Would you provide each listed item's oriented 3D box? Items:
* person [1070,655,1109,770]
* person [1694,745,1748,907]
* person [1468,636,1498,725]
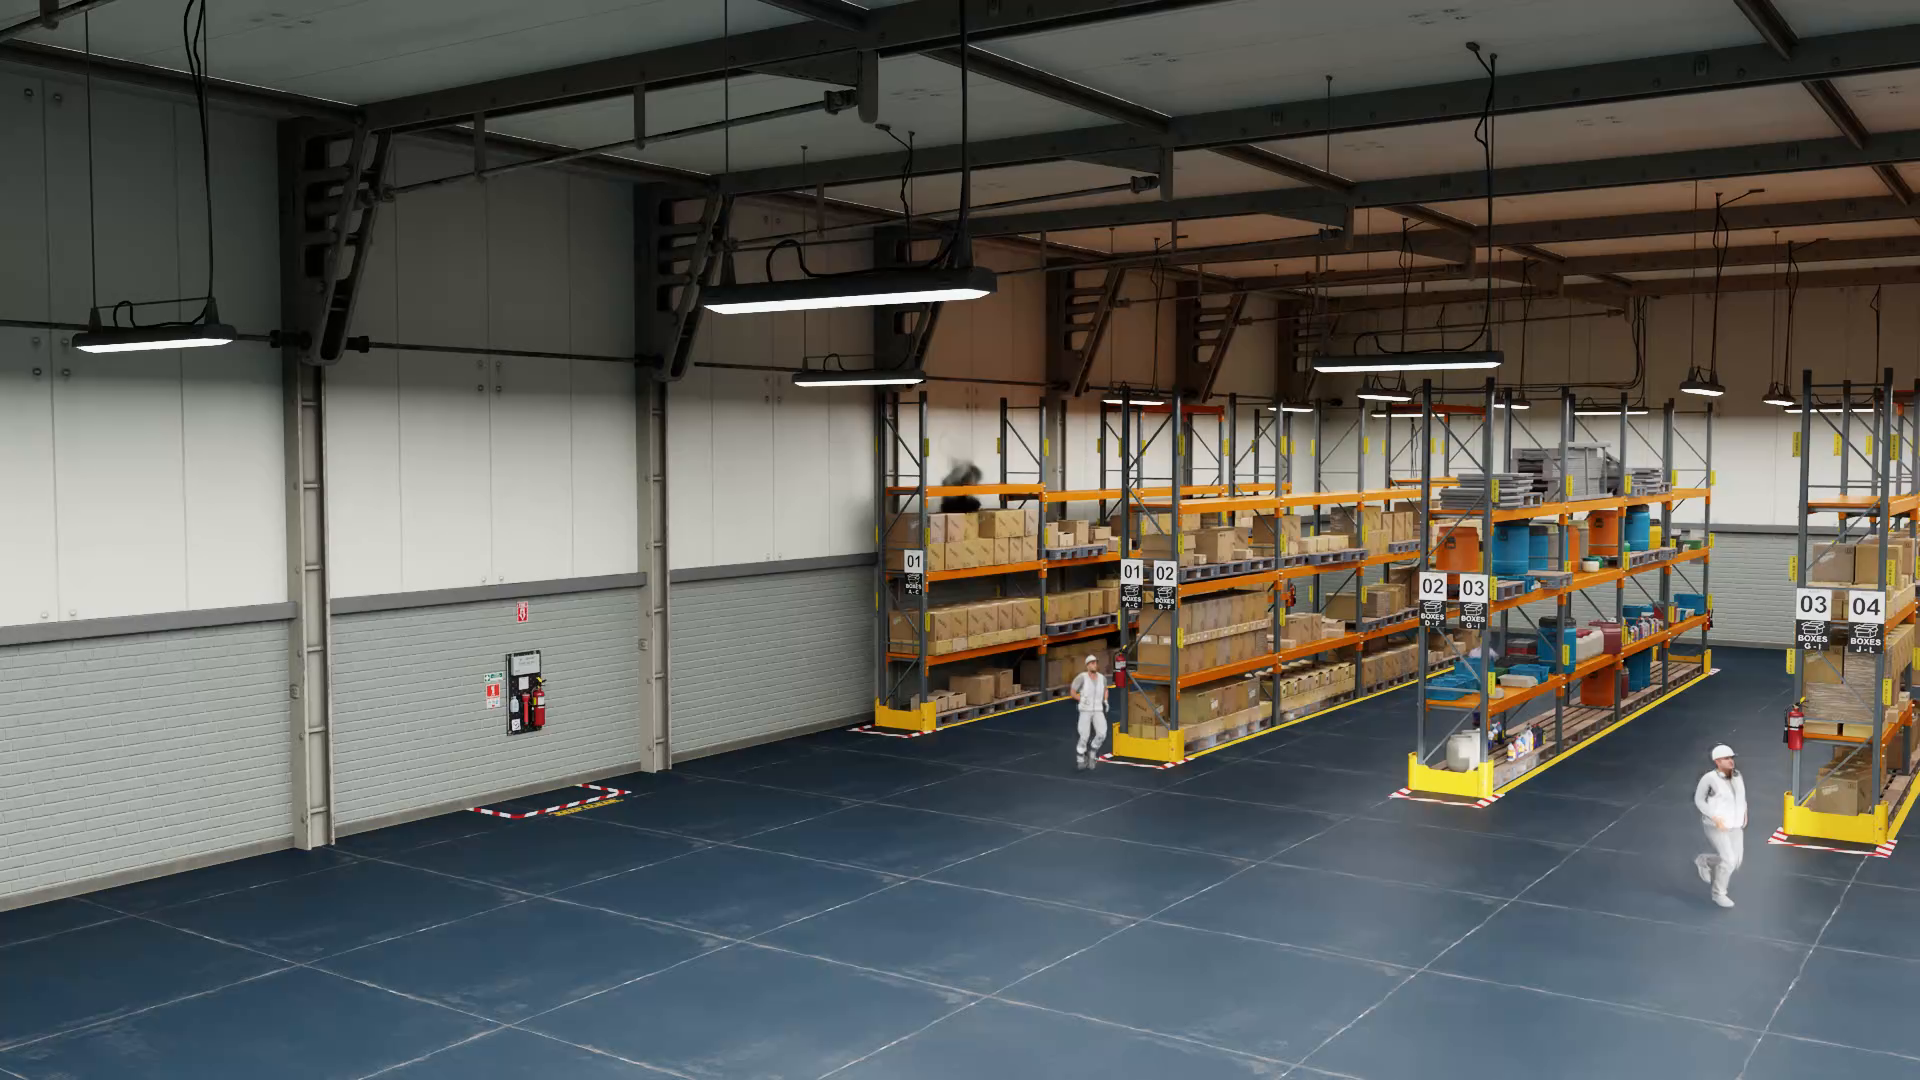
[{"bbox_3d":[2.054,2.679,25.824,0.671,1.766,0.566,-1,3,-14],"label":"person"},{"bbox_3d":[8.369,3.120,18.374,0.668,1.756,0.651,-1,3,-19],"label":"person"},{"bbox_3d":[9.451,2.530,30.133,0.613,1.598,0.669,2,4,32],"label":"person"}]
